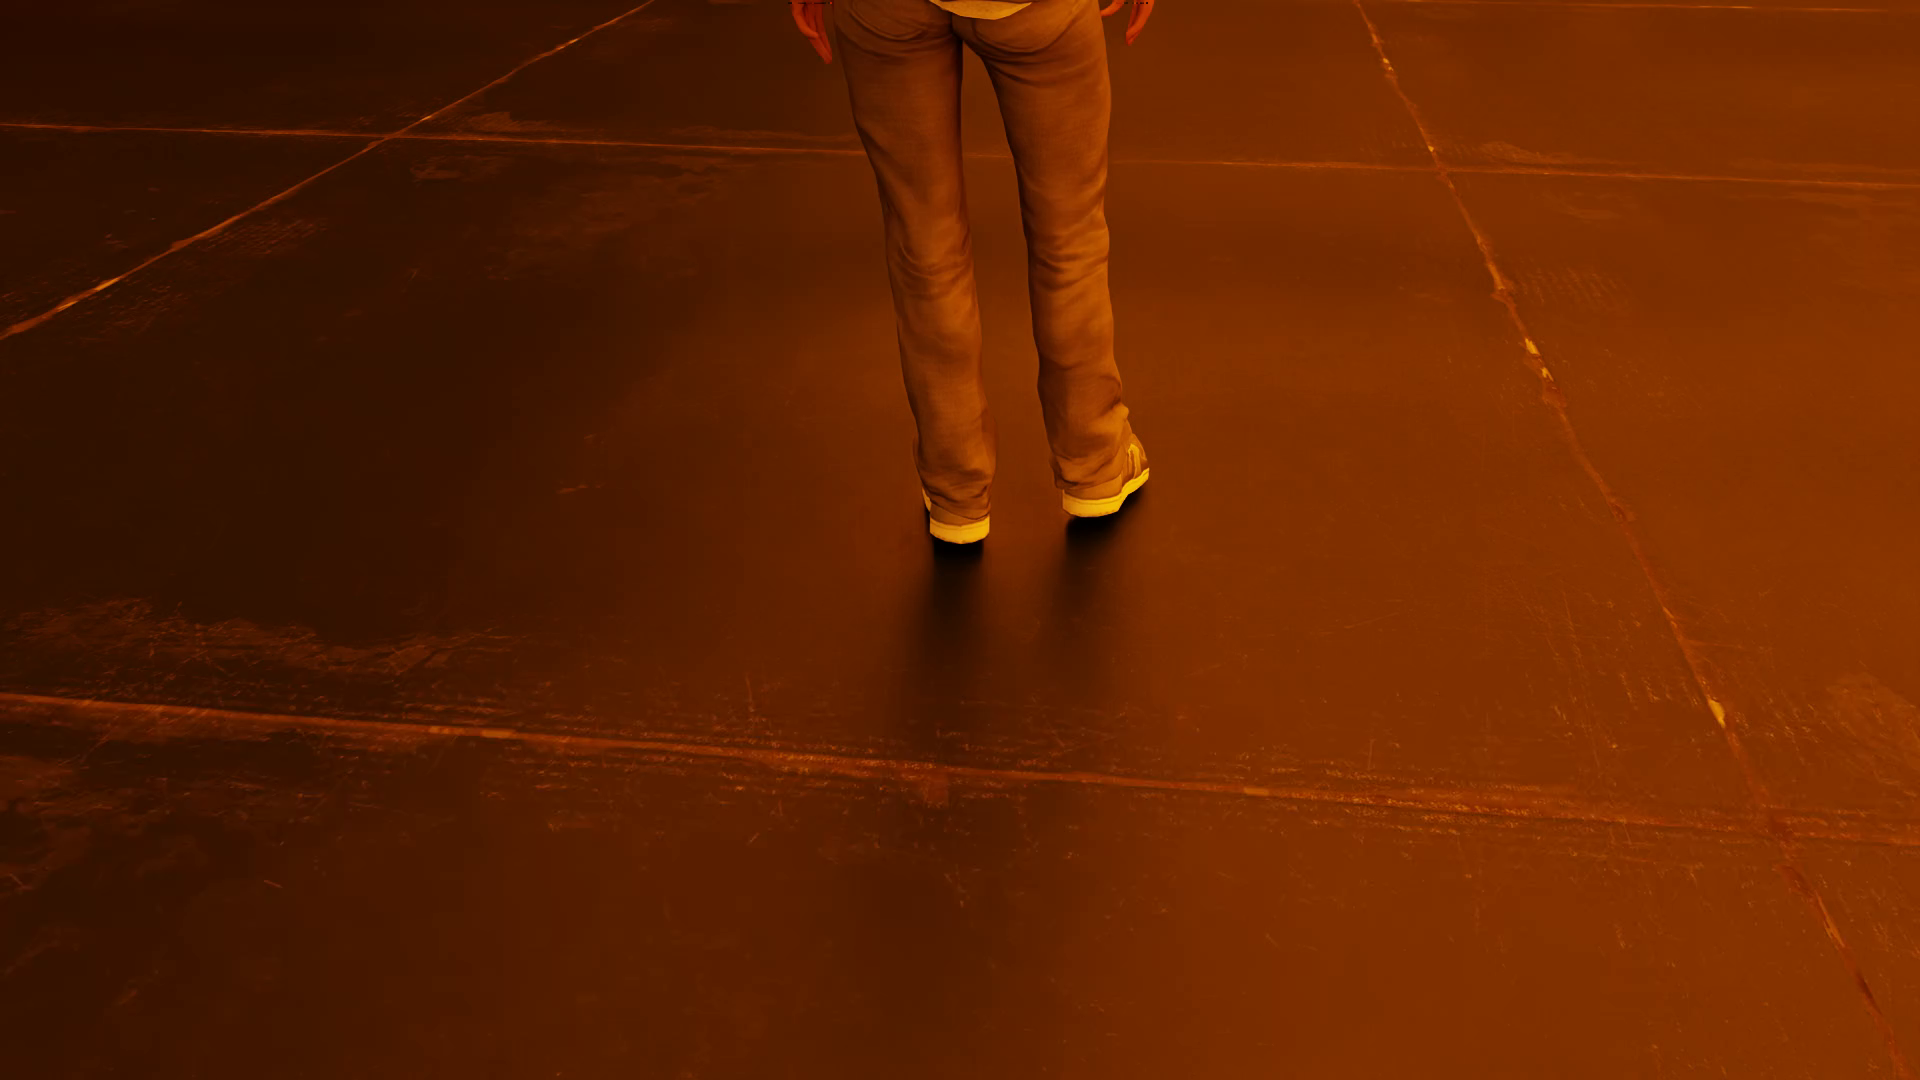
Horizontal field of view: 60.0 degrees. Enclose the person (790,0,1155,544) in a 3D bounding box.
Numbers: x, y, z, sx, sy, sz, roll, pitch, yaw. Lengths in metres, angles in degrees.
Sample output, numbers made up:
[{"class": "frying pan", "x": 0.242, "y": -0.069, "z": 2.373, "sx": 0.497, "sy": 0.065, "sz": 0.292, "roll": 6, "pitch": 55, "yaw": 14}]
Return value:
[{"class": "person", "x": 0.023, "y": -0.753, "z": 2.205, "sx": 0.521, "sy": 1.599, "sz": 0.473, "roll": 3, "pitch": 27, "yaw": 7}]
